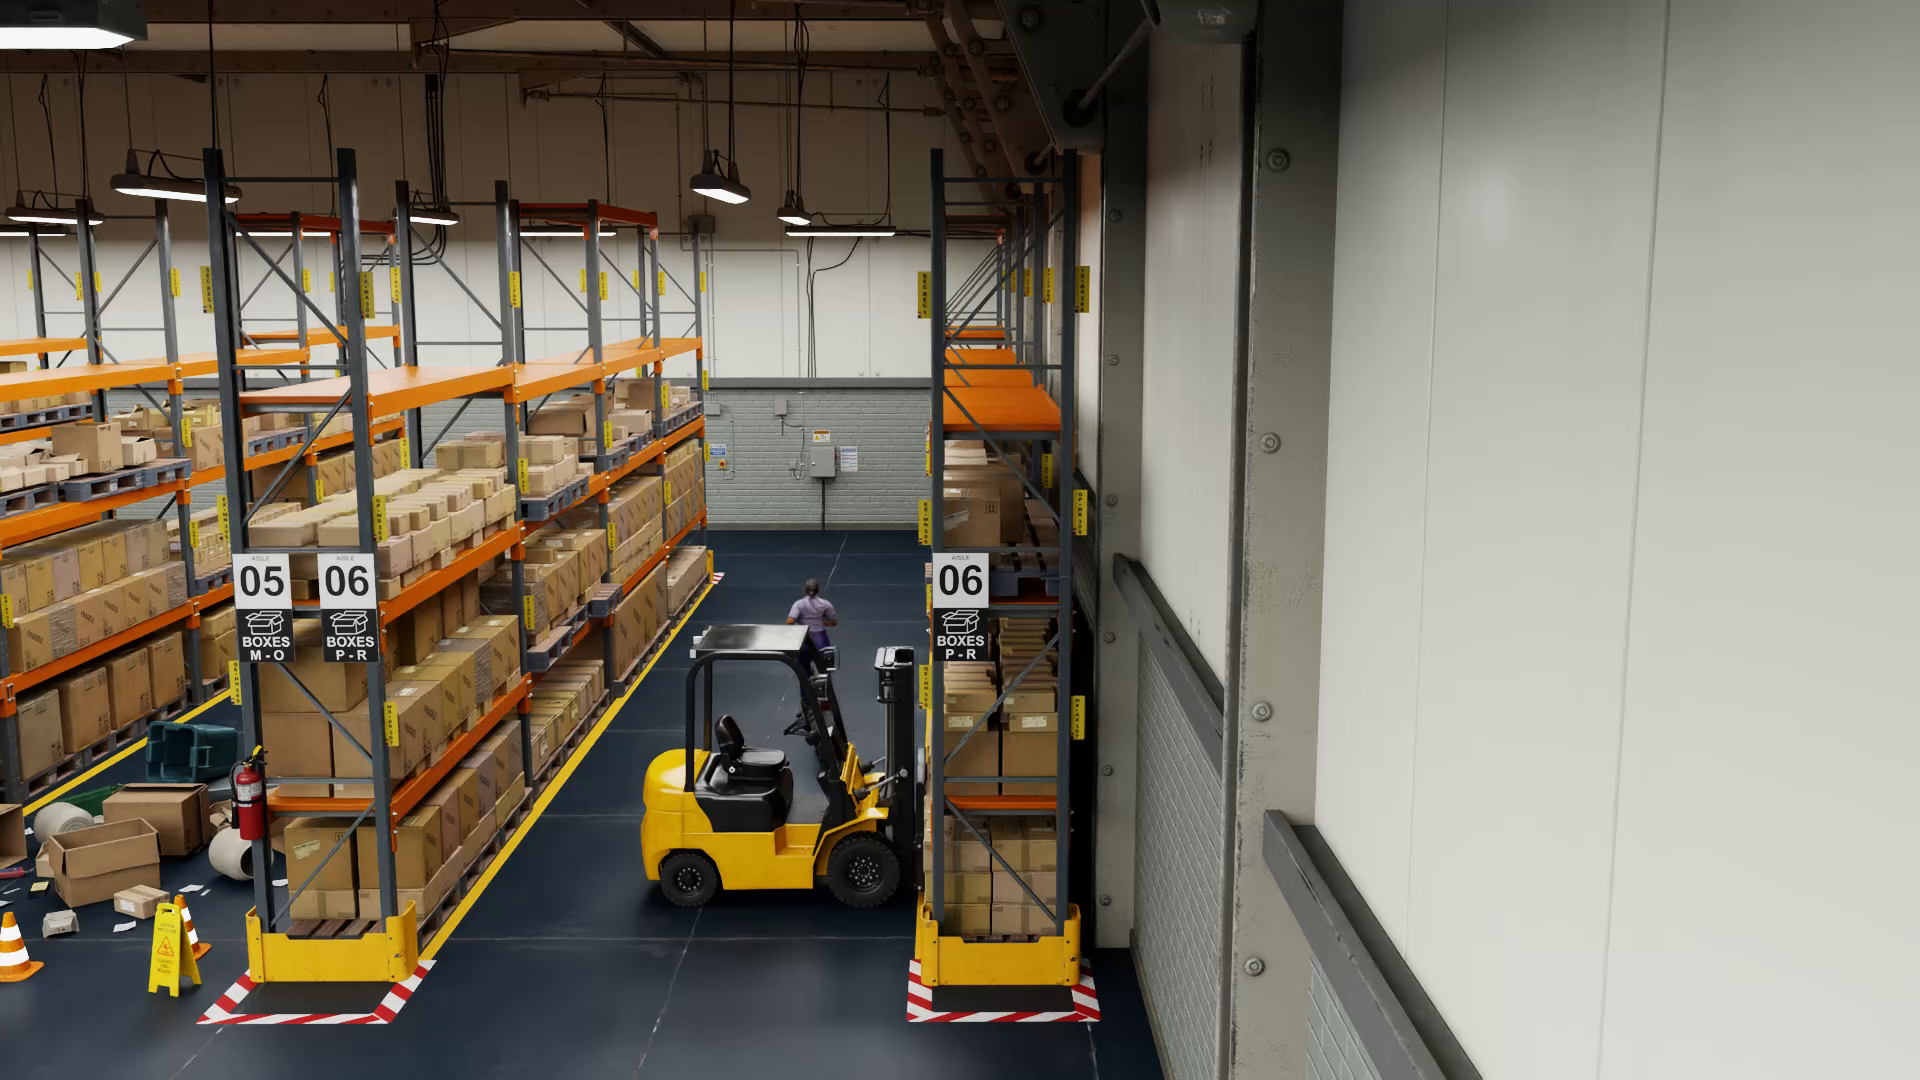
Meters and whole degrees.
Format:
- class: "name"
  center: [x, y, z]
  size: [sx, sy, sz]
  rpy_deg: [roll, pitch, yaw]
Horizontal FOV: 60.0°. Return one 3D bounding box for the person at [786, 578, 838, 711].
- class: "person"
  center: [-1.745, 1.251, 19.575]
  size: [0.623, 1.602, 0.861]
  rpy_deg: [-2, 9, -10]
